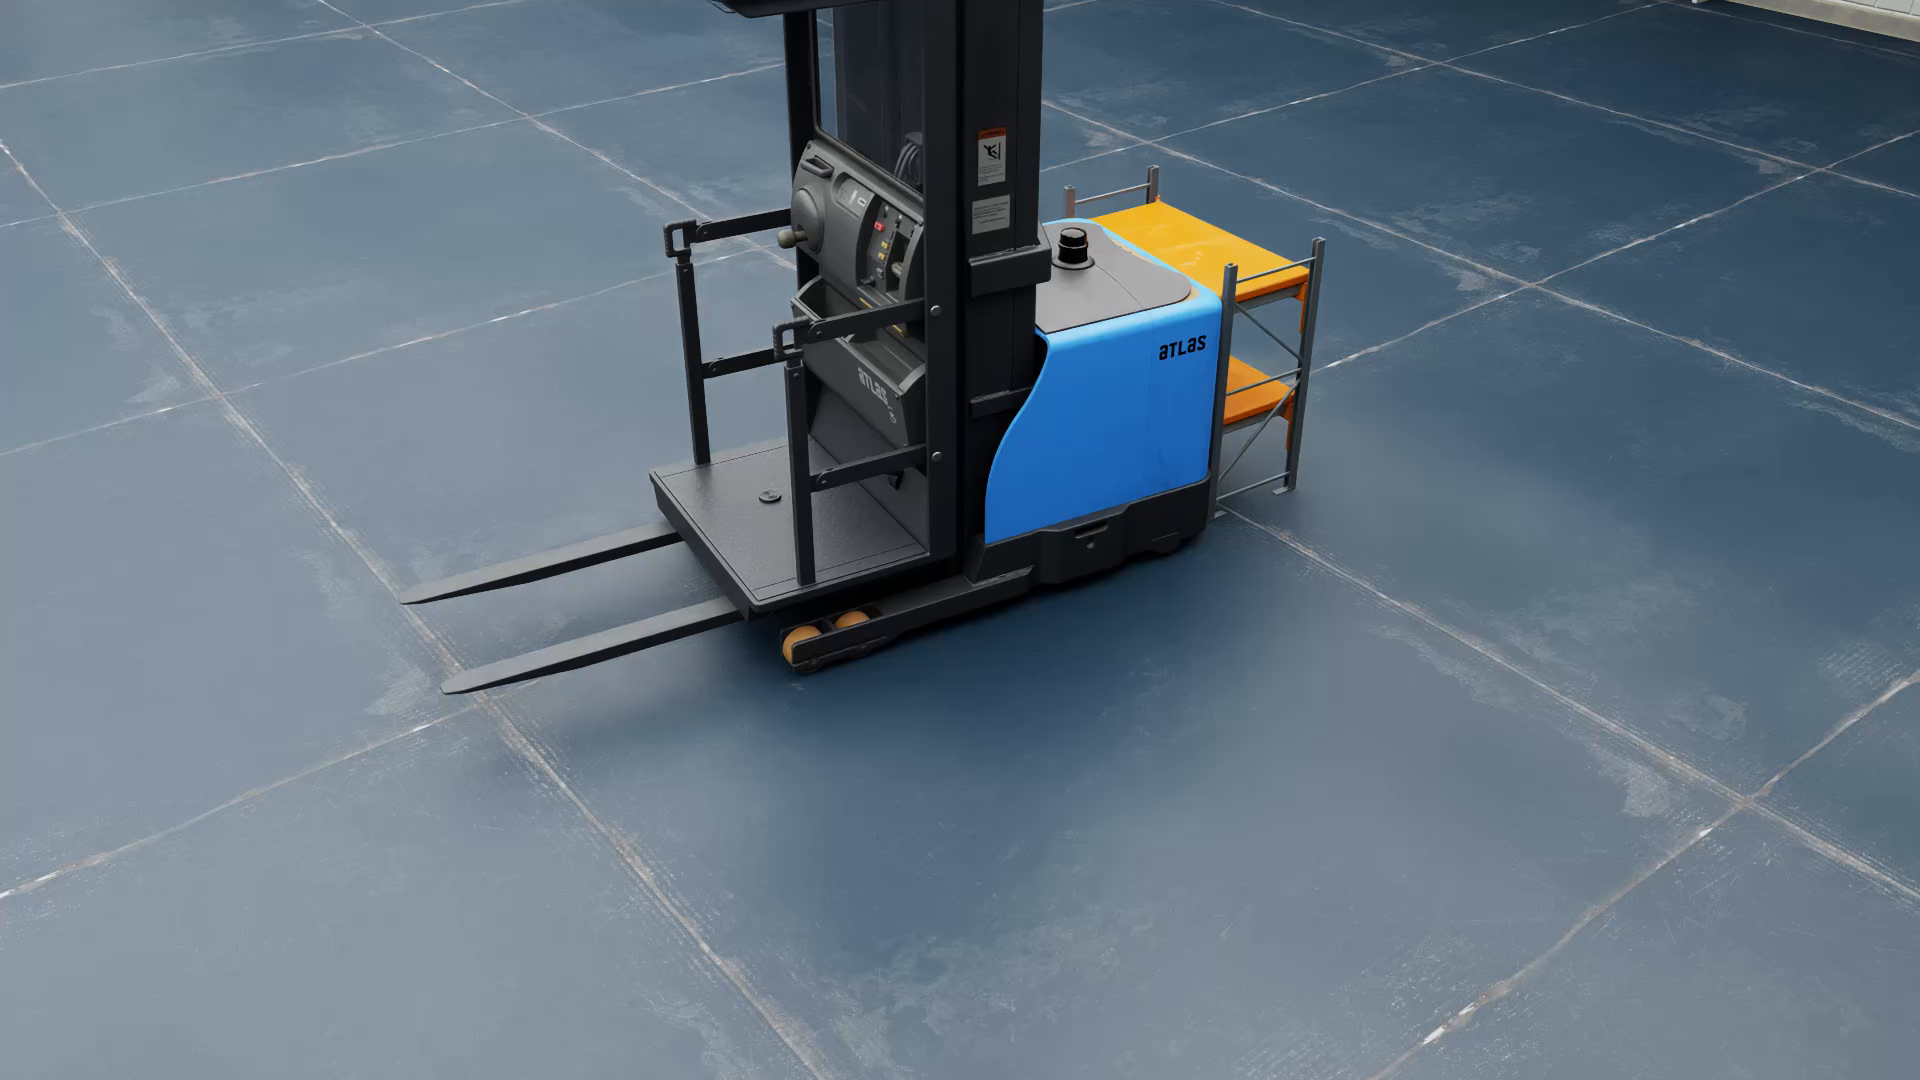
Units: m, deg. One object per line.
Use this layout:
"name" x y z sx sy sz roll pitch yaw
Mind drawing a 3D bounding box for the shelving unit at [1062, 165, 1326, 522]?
"shelving unit" 0.934 -0.855 7.060 0.538 1.125 1.048 -19 37 -28

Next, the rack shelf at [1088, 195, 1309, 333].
"rack shelf" 0.934 -1.103 6.906 0.538 0.278 1.000 -19 37 -28

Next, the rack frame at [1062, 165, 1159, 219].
"rack frame" 0.651 -1.078 7.419 0.500 1.125 0.032 -19 37 -28

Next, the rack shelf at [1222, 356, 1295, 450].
"rack shelf" 0.934 -0.647 7.189 0.538 0.278 1.000 -19 37 -28

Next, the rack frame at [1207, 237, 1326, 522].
"rack frame" 1.217 -0.632 6.701 0.500 1.125 0.032 -19 37 -28

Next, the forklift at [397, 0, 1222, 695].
"forklift" -0.546 -1.086 5.721 3.031 2.935 1.130 -16 35 -24

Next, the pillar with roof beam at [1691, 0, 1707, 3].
"pillar with roof beam" 2.832 -7.100 9.653 9.100 9.000 0.400 -22 38 -31
